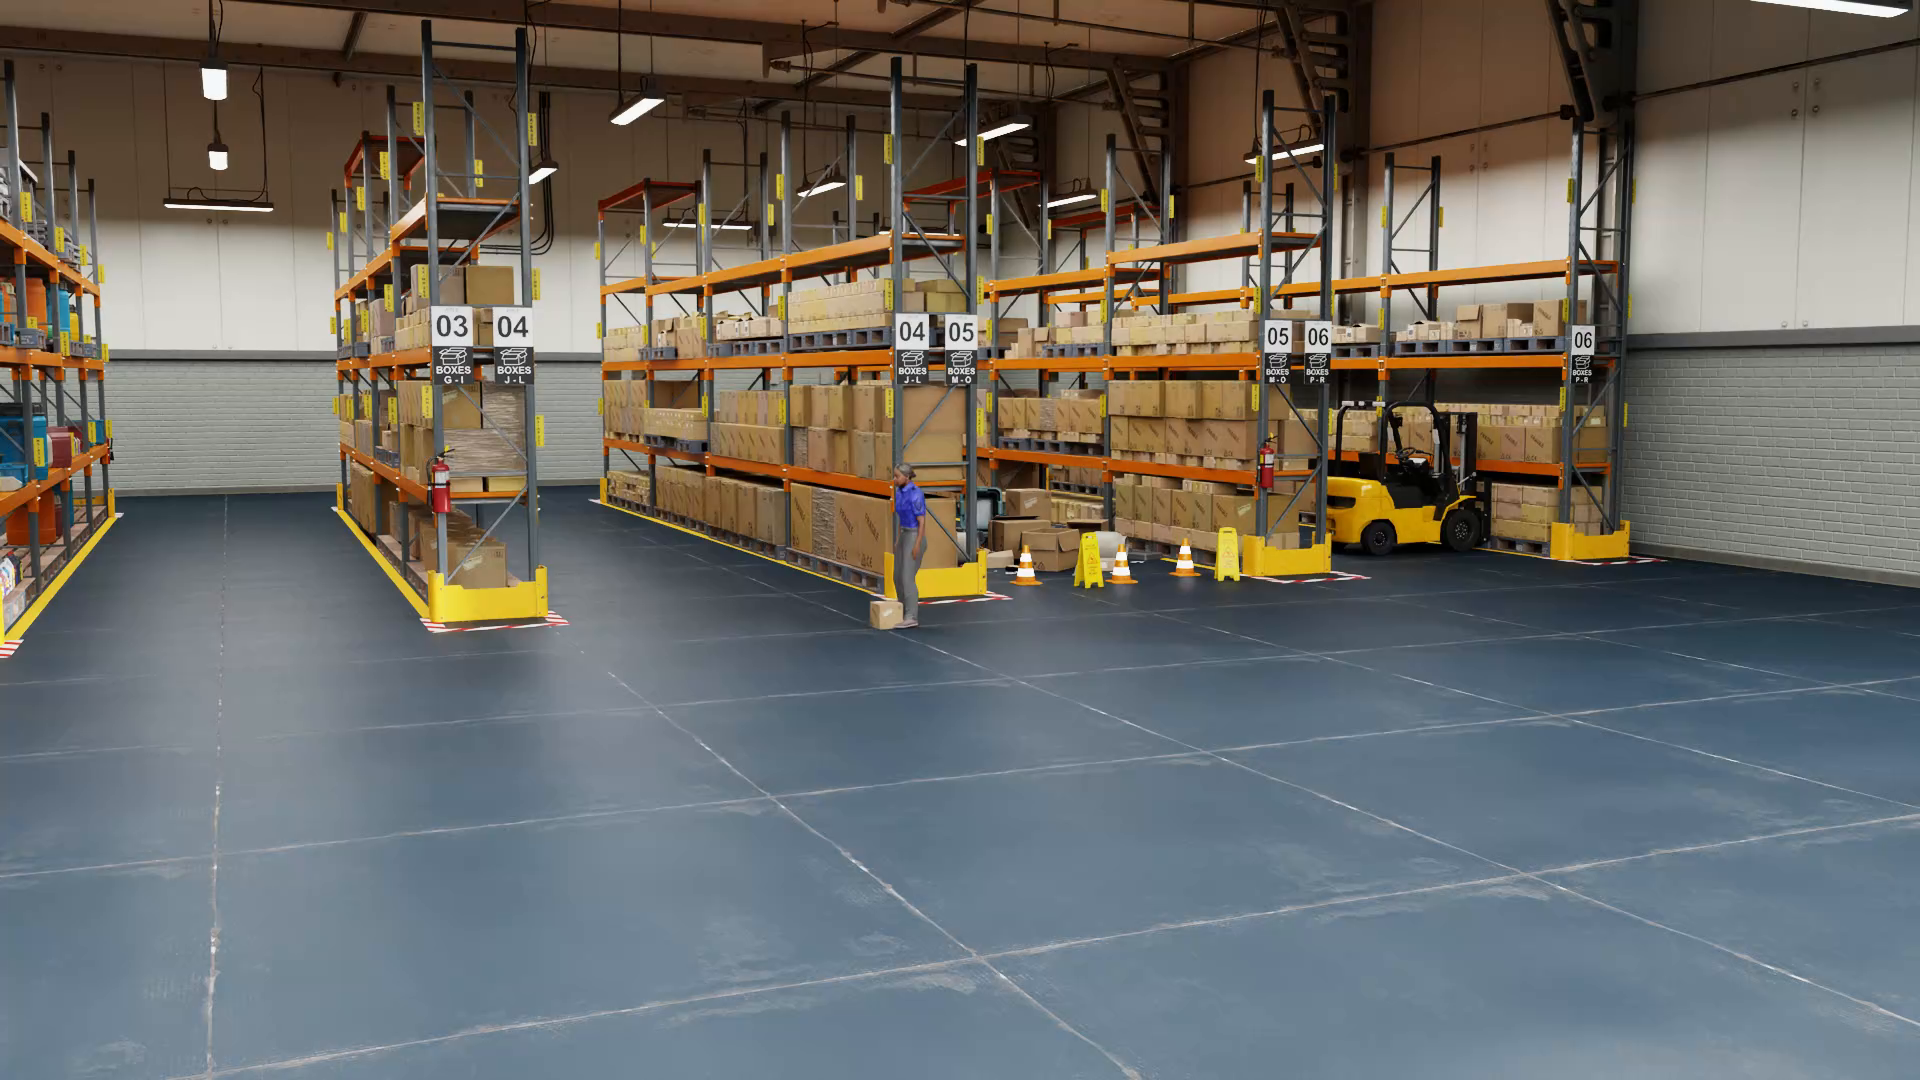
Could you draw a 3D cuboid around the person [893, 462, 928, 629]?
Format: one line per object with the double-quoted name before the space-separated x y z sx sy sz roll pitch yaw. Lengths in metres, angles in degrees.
"person" -0.546 0.041 16.612 0.402 1.653 0.518 -3 6 -27
